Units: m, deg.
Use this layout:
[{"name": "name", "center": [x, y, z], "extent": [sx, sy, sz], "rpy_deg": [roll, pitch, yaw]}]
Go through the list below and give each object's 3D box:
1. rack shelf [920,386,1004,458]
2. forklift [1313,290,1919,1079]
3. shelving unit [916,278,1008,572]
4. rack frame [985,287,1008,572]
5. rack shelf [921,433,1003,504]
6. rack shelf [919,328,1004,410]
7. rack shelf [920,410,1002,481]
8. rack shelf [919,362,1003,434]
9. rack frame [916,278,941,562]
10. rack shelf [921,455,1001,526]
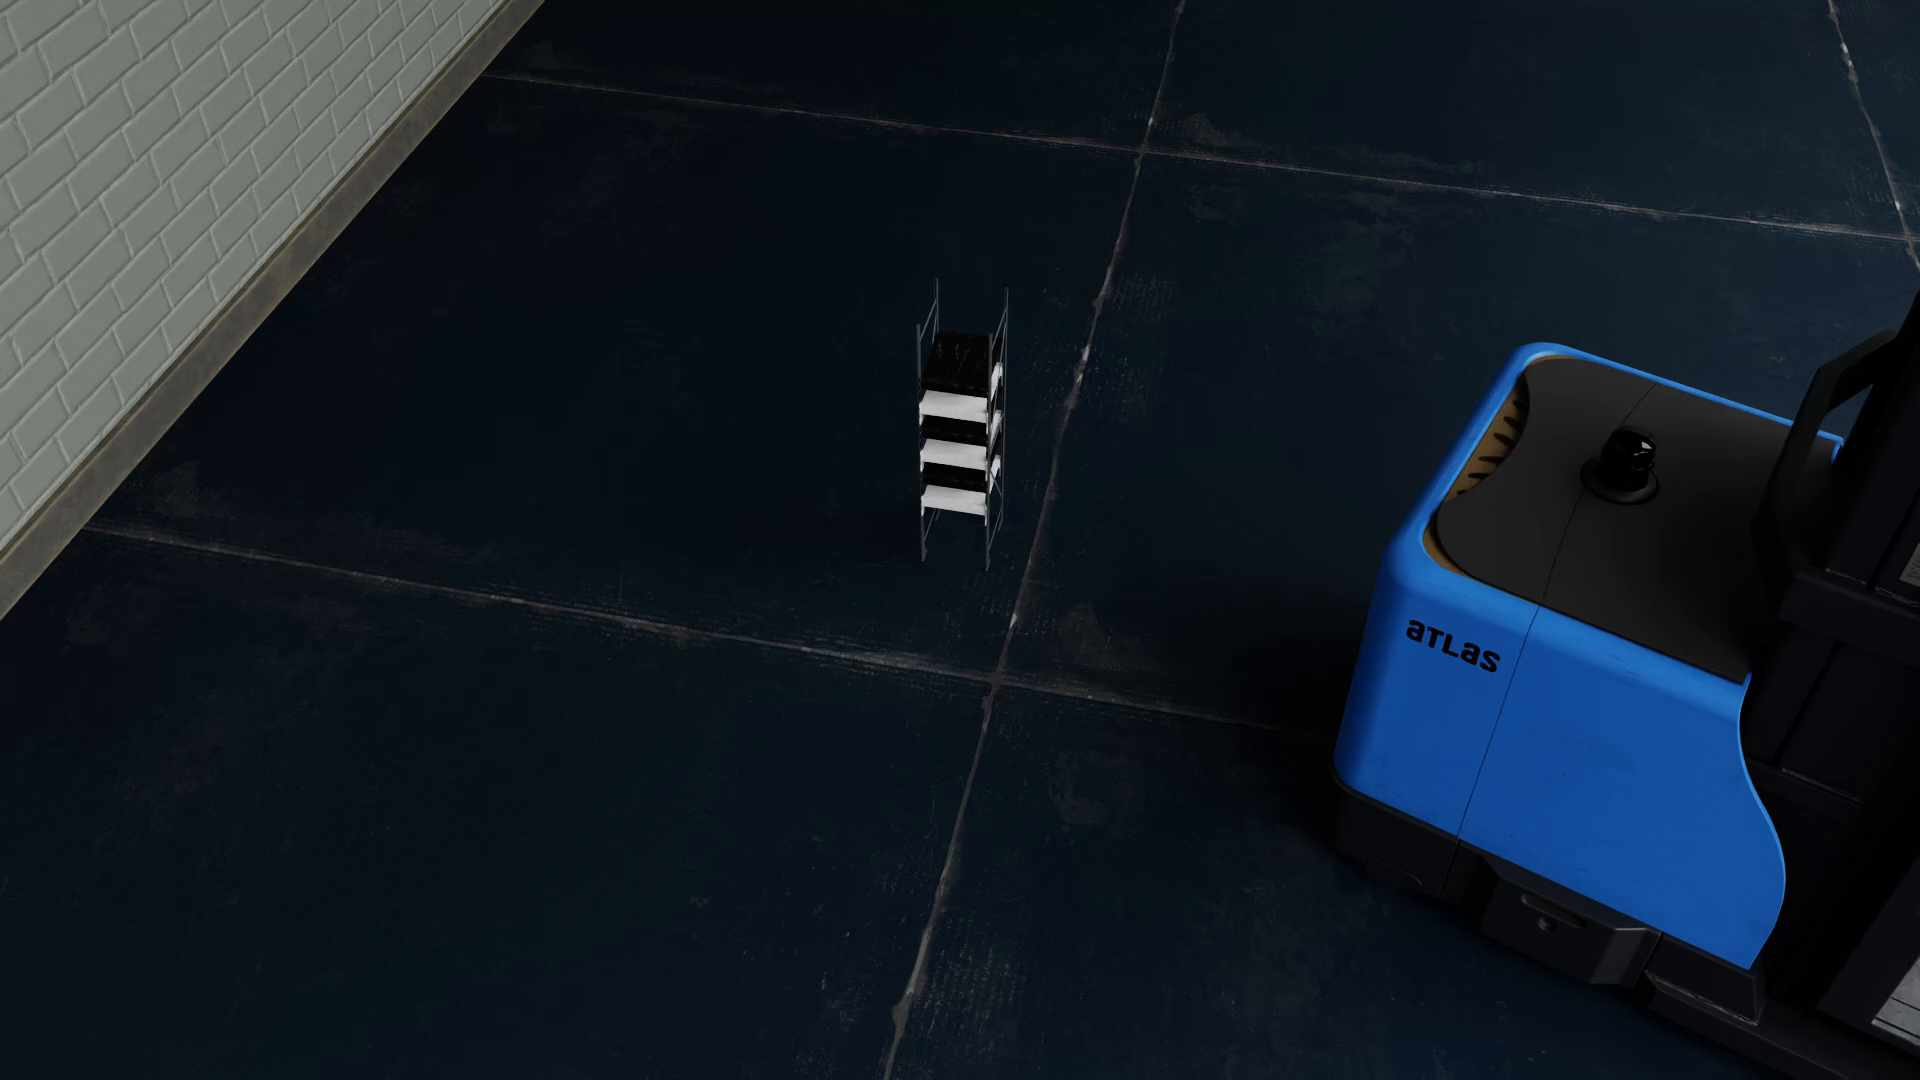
[{"name": "rack shelf", "center": [0.008, -0.364, 4.897], "extent": [0.200, 0.077, 0.258], "rpy_deg": [9, 45, 9]}, {"name": "forklift", "center": [2.450, 0.017, 3.119], "extent": [3.031, 2.935, 1.130], "rpy_deg": [24, 49, 23]}, {"name": "shelving unit", "center": [0.008, -0.323, 4.937], "extent": [0.210, 0.900, 0.258], "rpy_deg": [9, 45, 9]}, {"name": "rack frame", "center": [0.107, -0.308, 4.921], "extent": [0.006, 0.900, 0.240], "rpy_deg": [9, 45, 9]}, {"name": "rack shelf", "center": [0.008, -0.234, 5.022], "extent": [0.200, 0.077, 0.258], "rpy_deg": [9, 45, 9]}, {"name": "rack shelf", "center": [0.008, -0.493, 4.773], "extent": [0.200, 0.077, 0.258], "rpy_deg": [9, 45, 9]}, {"name": "rack shelf", "center": [0.008, -0.299, 4.960], "extent": [0.200, 0.077, 0.258], "rpy_deg": [9, 45, 9]}, {"name": "rack shelf", "center": [0.008, -0.429, 4.835], "extent": [0.200, 0.077, 0.258], "rpy_deg": [9, 45, 9]}, {"name": "rack frame", "center": [-0.091, -0.338, 4.953], "extent": [0.006, 0.900, 0.240], "rpy_deg": [9, 45, 9]}, {"name": "rack shelf", "center": [0.008, -0.169, 5.085], "extent": [0.200, 0.077, 0.258], "rpy_deg": [9, 45, 9]}]
